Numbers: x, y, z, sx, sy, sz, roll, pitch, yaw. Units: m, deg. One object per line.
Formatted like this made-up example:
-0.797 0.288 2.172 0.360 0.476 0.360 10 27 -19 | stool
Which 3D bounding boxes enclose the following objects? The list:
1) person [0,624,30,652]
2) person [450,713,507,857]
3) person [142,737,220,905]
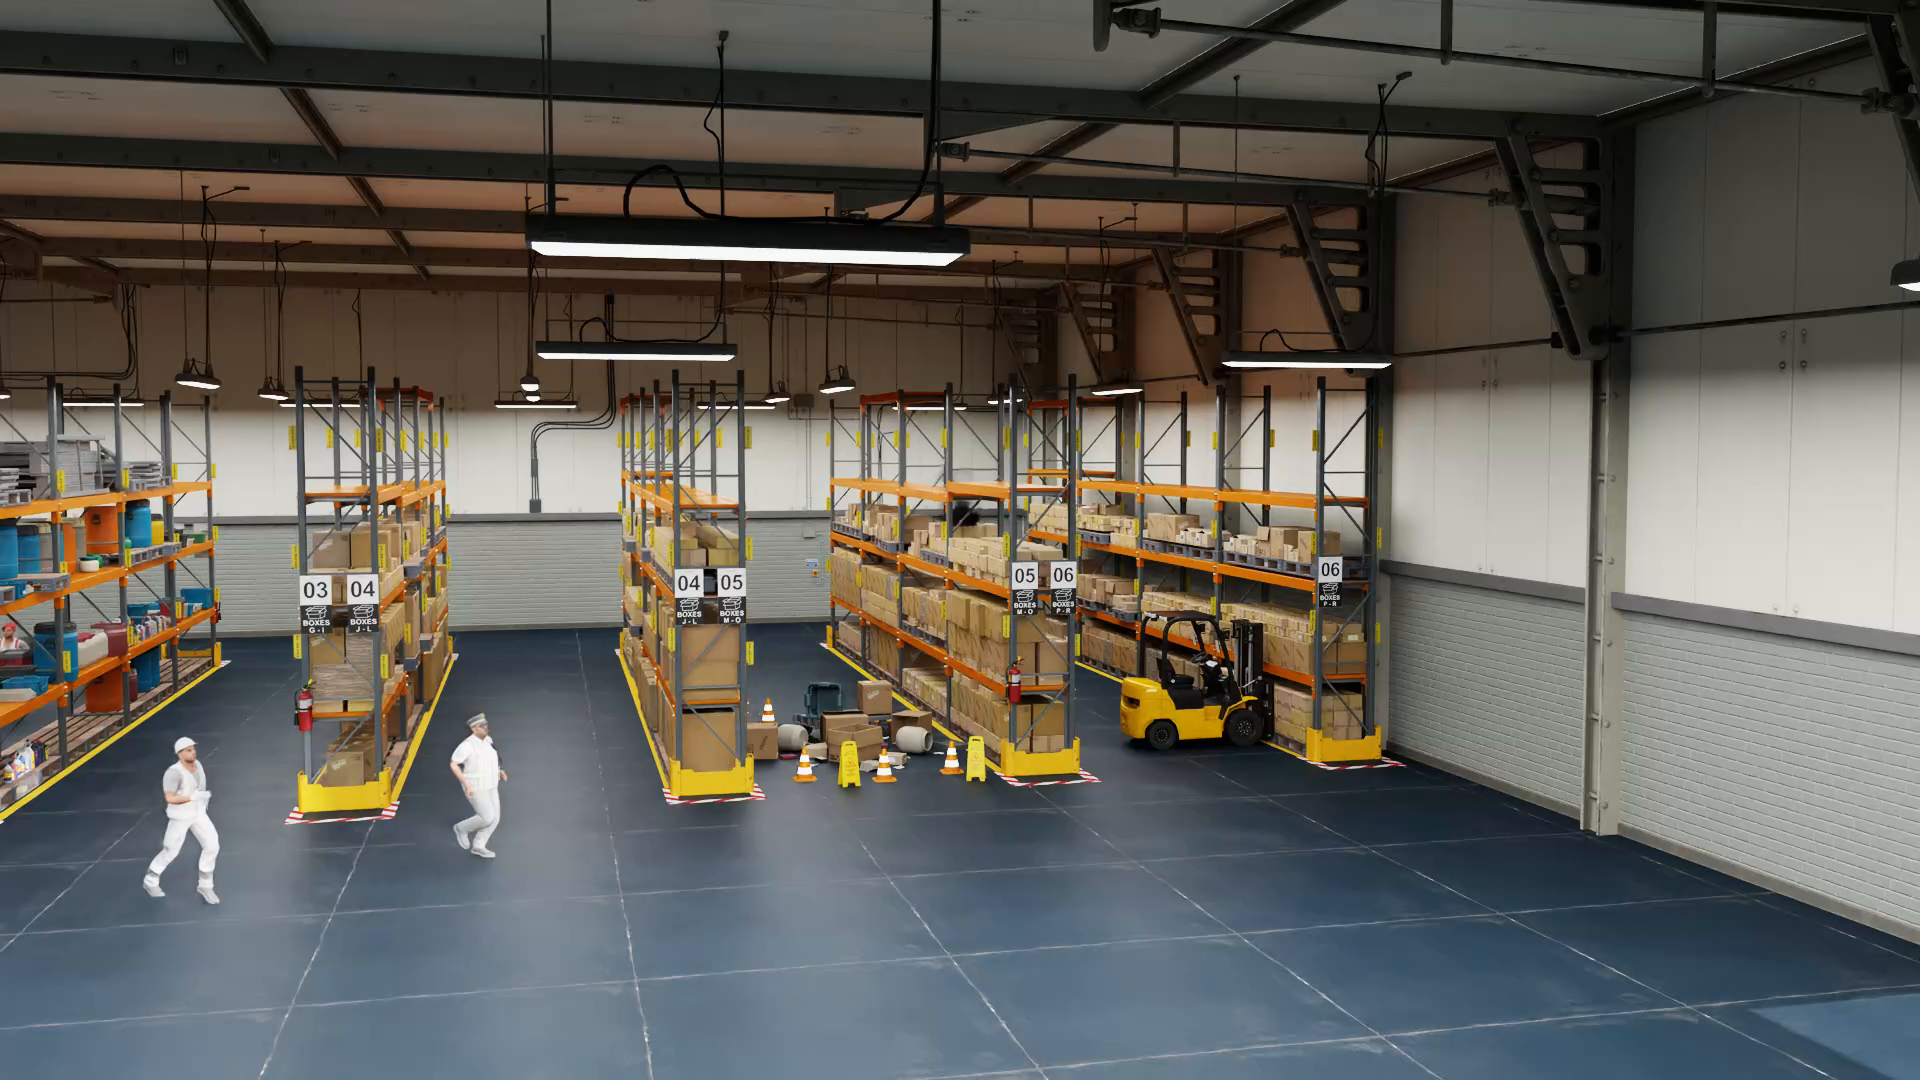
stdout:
-17.078 2.362 29.923 0.659 1.729 0.720 -1 3 -9 | person
-5.762 2.948 20.008 0.595 1.743 0.669 1 4 22 | person
-8.402 3.033 18.017 0.925 1.829 0.673 1 4 21 | person
